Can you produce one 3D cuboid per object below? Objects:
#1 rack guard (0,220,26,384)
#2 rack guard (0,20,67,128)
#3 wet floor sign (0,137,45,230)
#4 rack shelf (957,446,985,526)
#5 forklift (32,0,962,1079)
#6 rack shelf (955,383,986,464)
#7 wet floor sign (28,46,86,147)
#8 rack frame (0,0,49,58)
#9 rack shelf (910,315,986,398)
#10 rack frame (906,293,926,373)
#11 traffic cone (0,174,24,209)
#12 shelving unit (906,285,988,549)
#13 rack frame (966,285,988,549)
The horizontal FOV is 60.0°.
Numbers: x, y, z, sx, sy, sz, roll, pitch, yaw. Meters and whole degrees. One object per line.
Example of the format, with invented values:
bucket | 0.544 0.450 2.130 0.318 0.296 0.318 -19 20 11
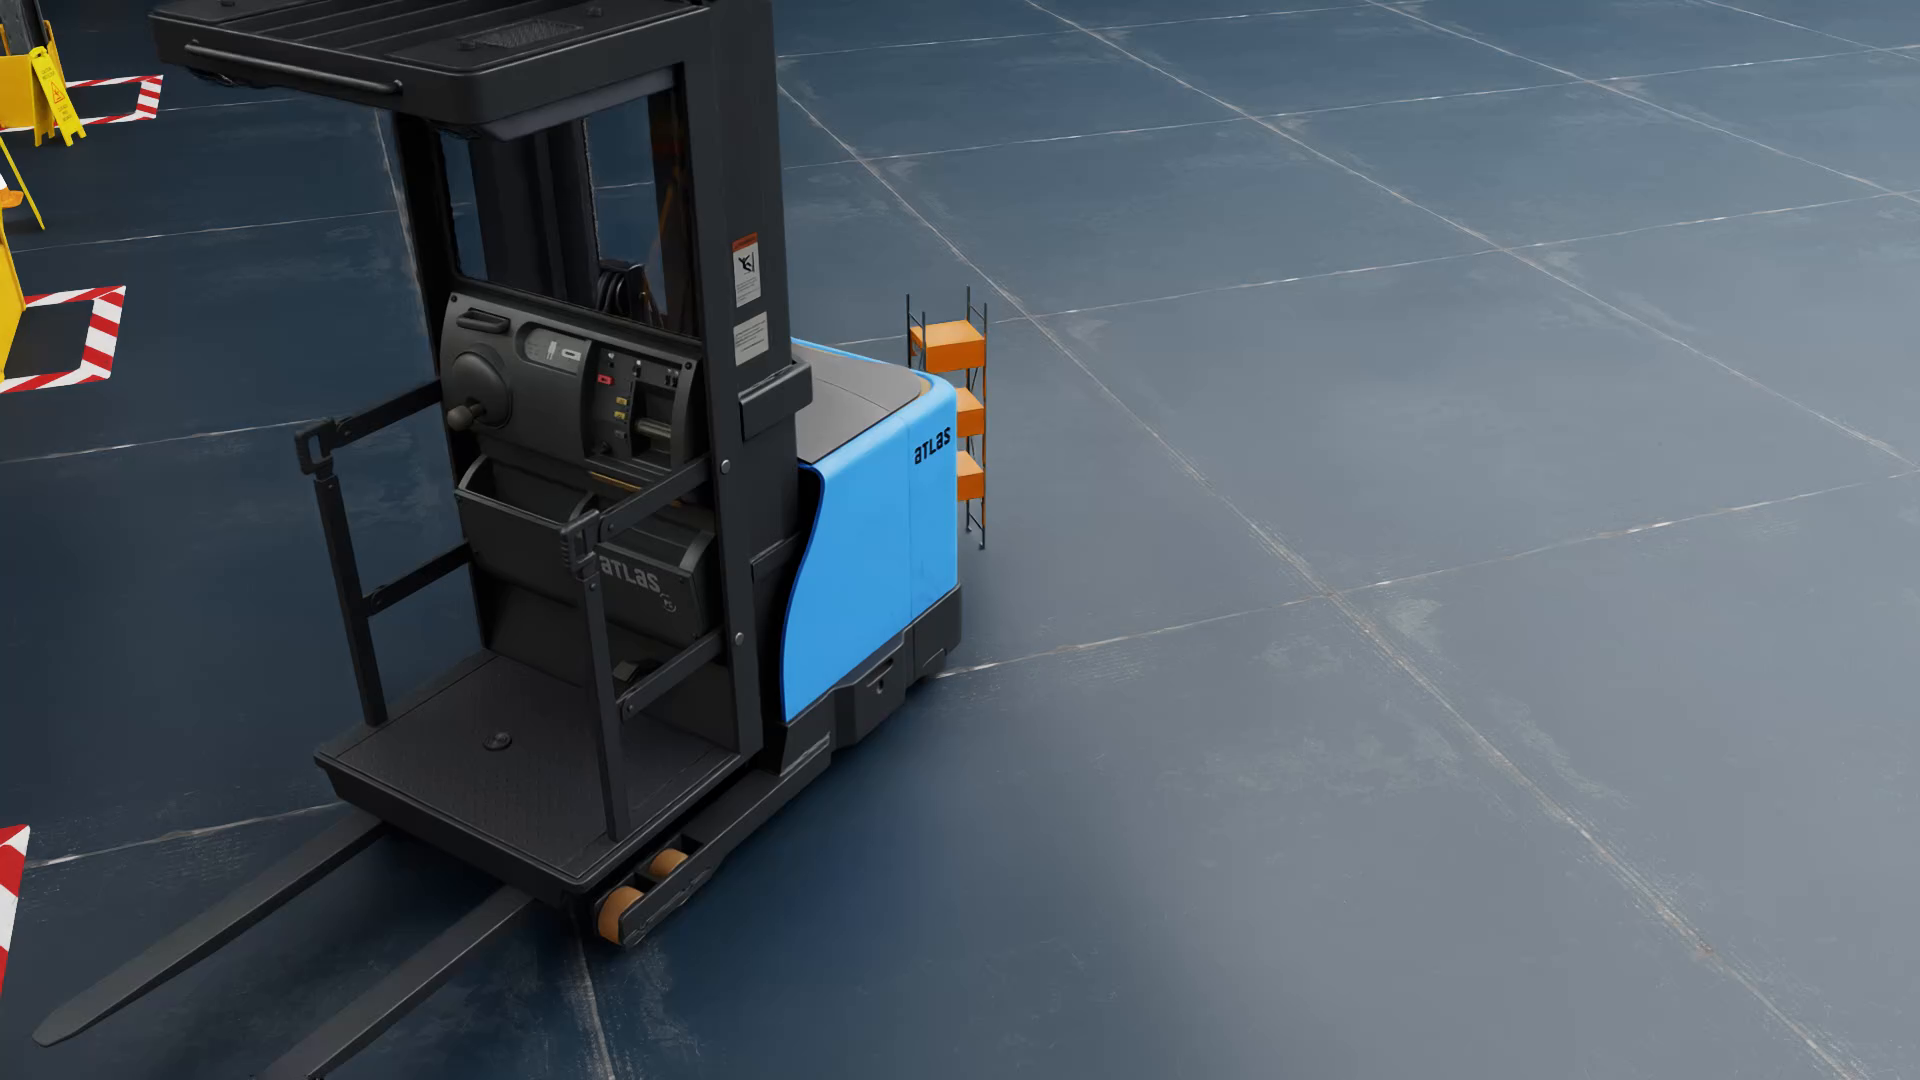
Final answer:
rack guard | -5.008 -1.201 8.353 0.348 0.500 1.175 -10 31 -18
rack guard | -6.923 -3.463 12.324 0.348 0.500 1.175 -10 31 -18
wet floor sign | -5.694 -2.184 9.931 0.232 0.644 0.267 -16 33 -26
rack shelf | -0.050 -0.196 6.617 0.240 0.259 0.215 -10 31 -18
forklift | -1.212 -0.386 4.467 1.130 2.935 3.031 18 34 28
rack shelf | -0.050 -0.438 6.479 0.240 0.259 0.215 -10 31 -18
wet floor sign | -6.301 -3.076 11.497 0.232 0.644 0.267 0 30 0
rack frame | -6.852 -4.562 11.728 0.127 3.000 1.000 -10 31 -18
rack shelf | -0.050 -0.684 6.339 0.240 0.259 0.215 -10 31 -18
rack frame | -0.165 -0.426 6.437 0.008 1.050 0.200 -10 31 -18
traffic cone | -6.099 -2.331 10.374 0.334 0.463 0.336 -10 31 -18
shelving unit | -0.050 -0.447 6.474 0.252 1.050 0.215 -10 31 -18
rack frame | 0.064 -0.468 6.511 0.008 1.050 0.200 -10 31 -18
